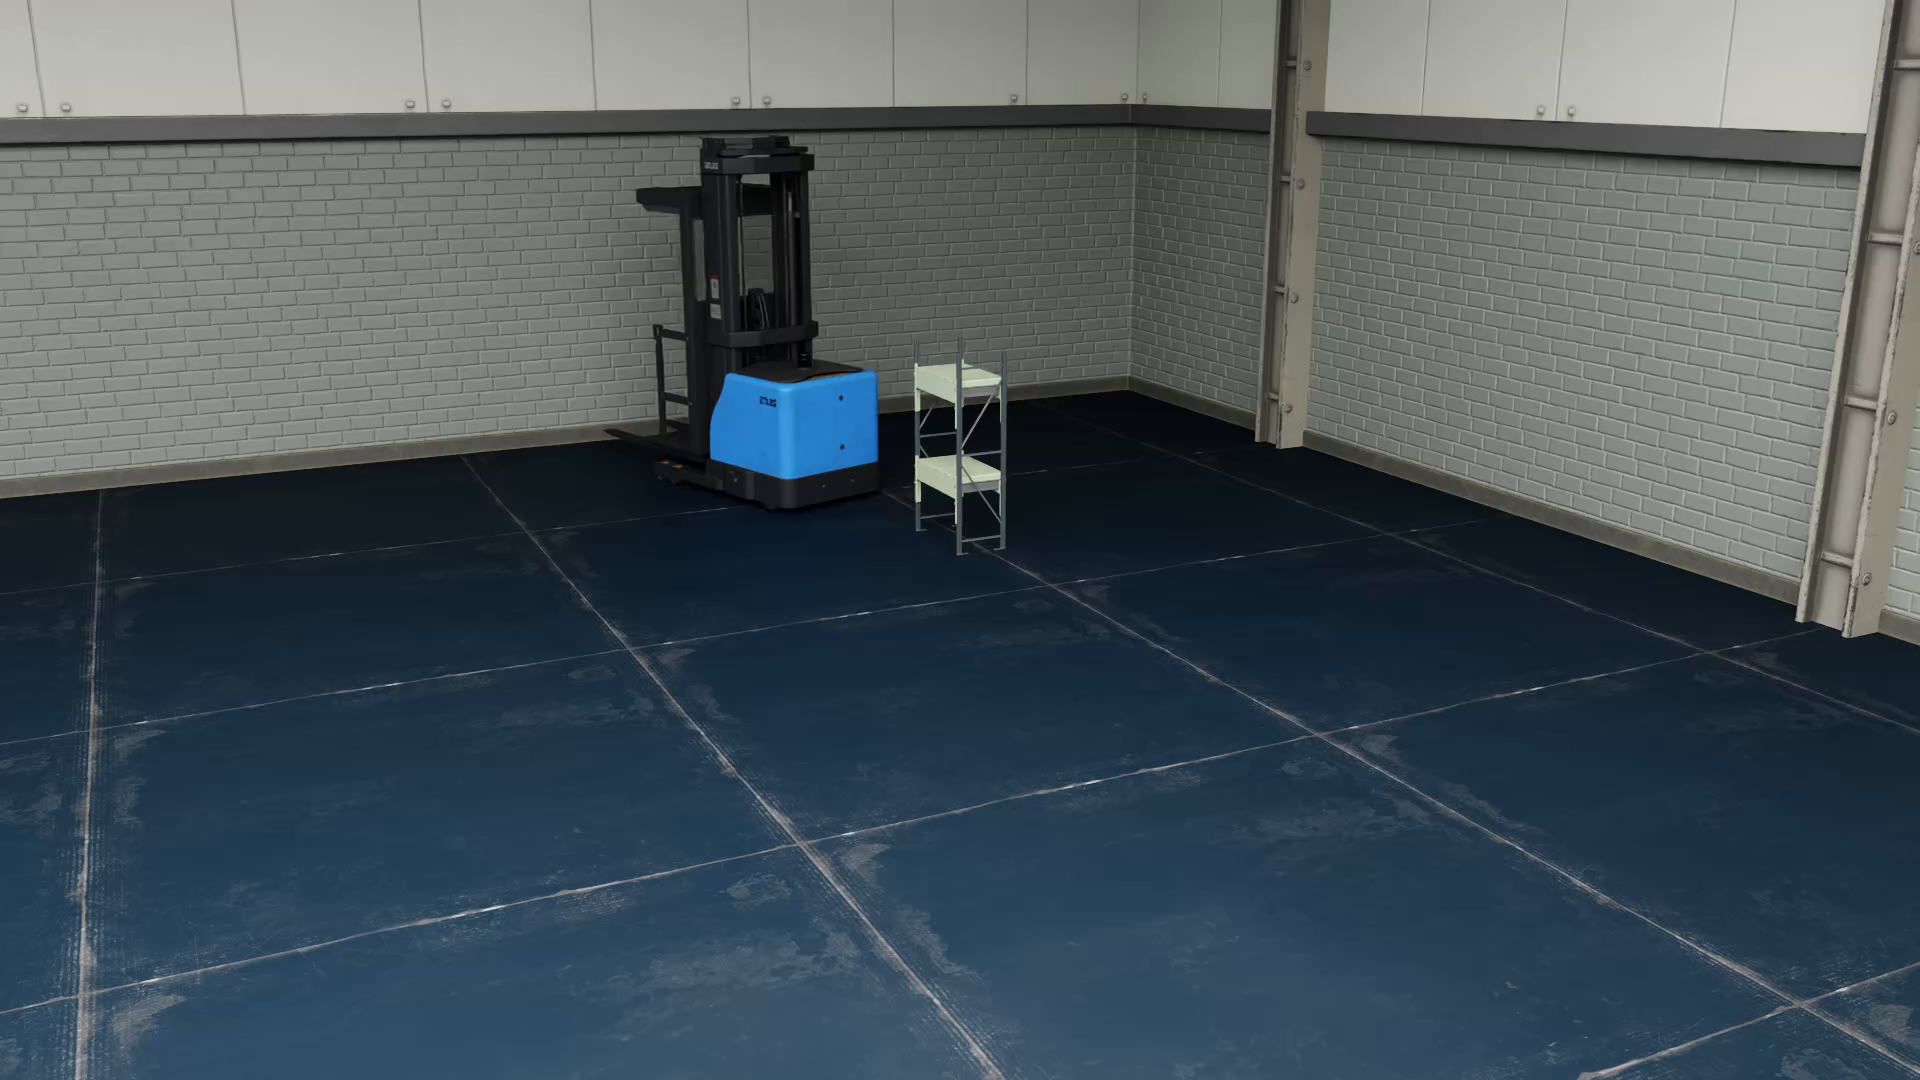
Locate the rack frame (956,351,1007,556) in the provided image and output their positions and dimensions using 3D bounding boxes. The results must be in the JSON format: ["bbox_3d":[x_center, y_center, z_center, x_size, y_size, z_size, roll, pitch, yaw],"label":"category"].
[{"bbox_3d":[0.157,-0.632,12.233,0.400,1.500,0.023,-8,18,-25],"label":"rack frame"}]

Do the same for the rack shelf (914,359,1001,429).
[{"bbox_3d":[-0.003,-1.098,12.442,0.431,0.370,0.720,-8,18,-25],"label":"rack shelf"}]

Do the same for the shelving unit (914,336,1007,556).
[{"bbox_3d":[-0.003,-0.723,12.550,0.431,1.500,0.755,-8,18,-25],"label":"shelving unit"}]

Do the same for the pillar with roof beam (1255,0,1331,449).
[{"bbox_3d":[-0.794,-4.737,12.943,9.100,9.000,0.400,-8,18,-25],"label":"pillar with roof beam"}]

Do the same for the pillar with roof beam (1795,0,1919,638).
[{"bbox_3d":[1.835,-3.249,7.759,9.100,9.000,0.400,-8,18,-25],"label":"pillar with roof beam"}]

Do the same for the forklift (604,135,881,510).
[{"bbox_3d":[-2.043,-1.982,14.344,1.130,2.935,3.031,-15,22,-41],"label":"forklift"}]

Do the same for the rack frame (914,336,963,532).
[{"bbox_3d":[-0.163,-0.813,12.866,0.400,1.500,0.023,-8,18,-25],"label":"rack frame"}]

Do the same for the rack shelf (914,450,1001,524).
[{"bbox_3d":[-0.003,-0.409,12.639,0.431,0.370,0.720,-8,18,-25],"label":"rack shelf"}]
